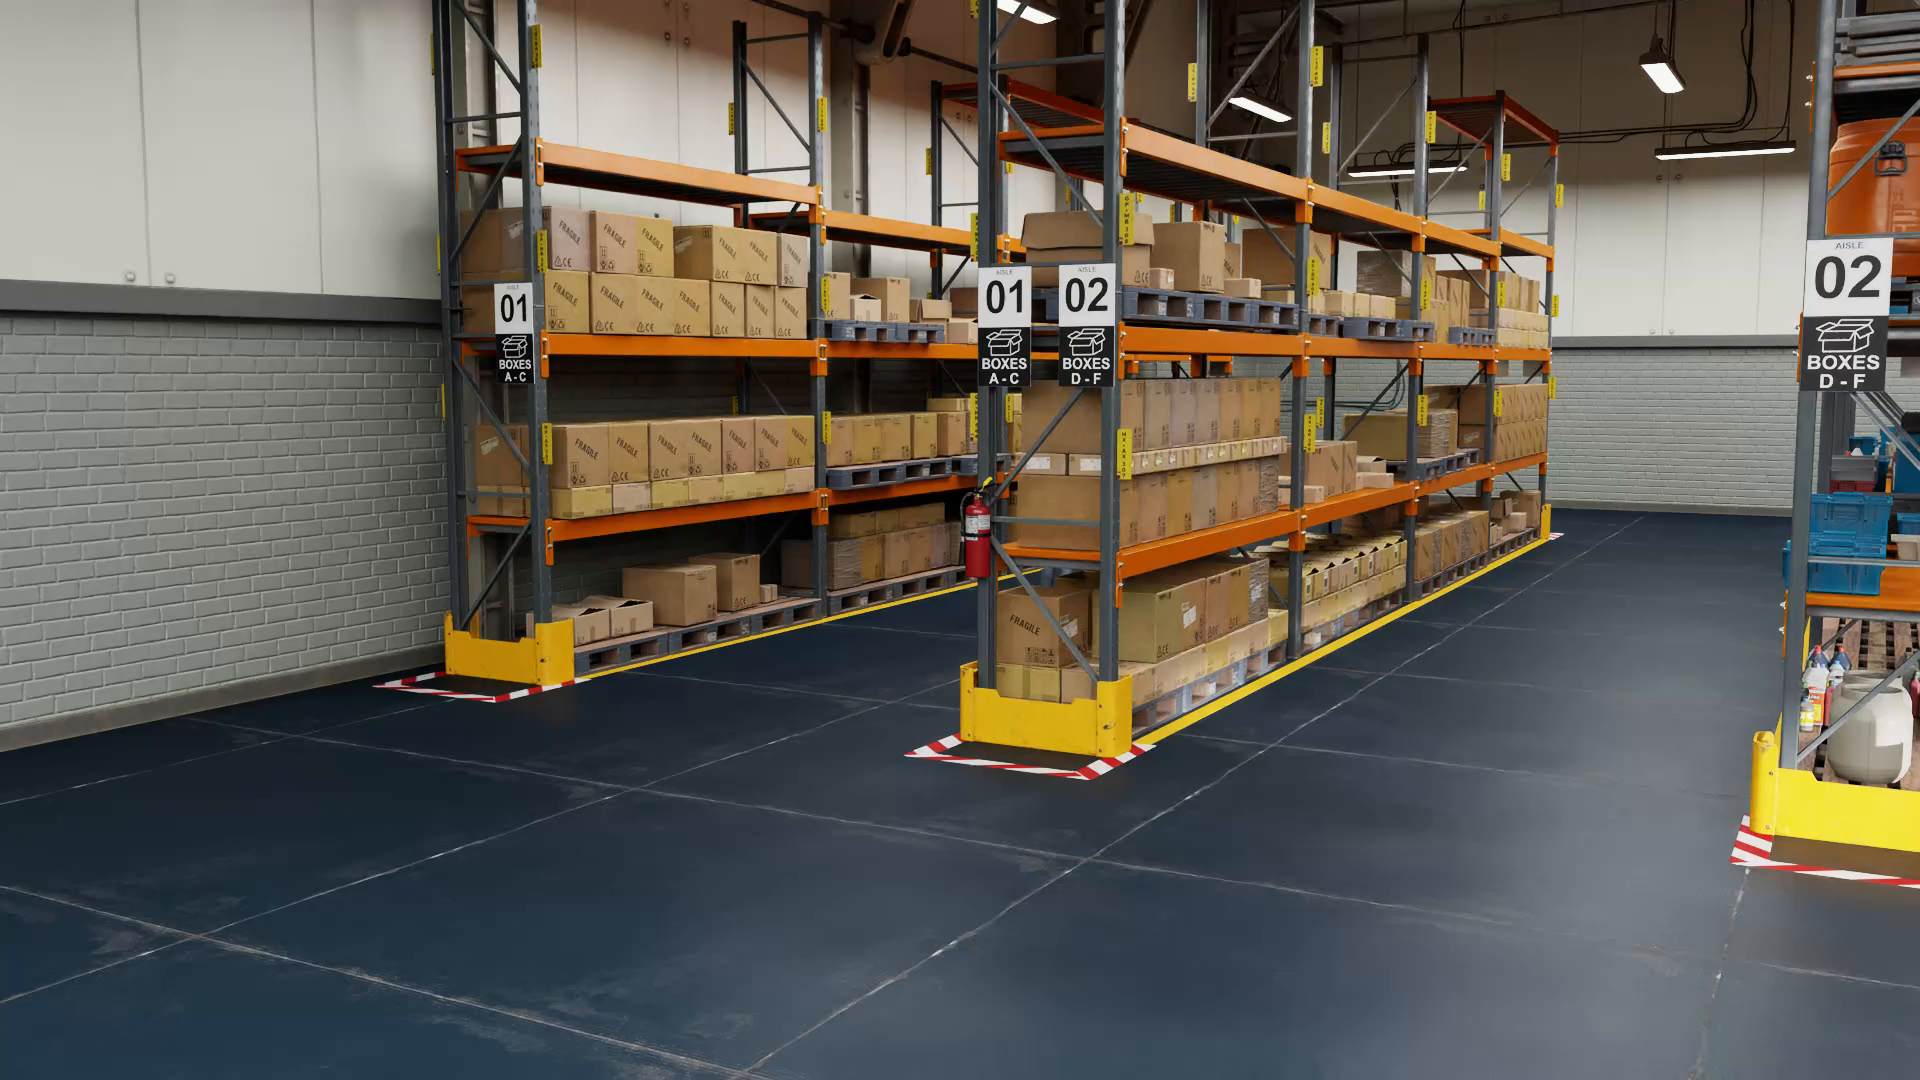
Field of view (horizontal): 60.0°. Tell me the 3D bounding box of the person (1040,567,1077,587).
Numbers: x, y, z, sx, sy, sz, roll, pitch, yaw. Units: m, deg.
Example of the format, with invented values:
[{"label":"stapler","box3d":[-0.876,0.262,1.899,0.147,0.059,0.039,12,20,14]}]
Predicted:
[{"label":"person","box3d":[1.020,-0.139,17.439,0.573,1.752,0.384,3,7,30]}]
